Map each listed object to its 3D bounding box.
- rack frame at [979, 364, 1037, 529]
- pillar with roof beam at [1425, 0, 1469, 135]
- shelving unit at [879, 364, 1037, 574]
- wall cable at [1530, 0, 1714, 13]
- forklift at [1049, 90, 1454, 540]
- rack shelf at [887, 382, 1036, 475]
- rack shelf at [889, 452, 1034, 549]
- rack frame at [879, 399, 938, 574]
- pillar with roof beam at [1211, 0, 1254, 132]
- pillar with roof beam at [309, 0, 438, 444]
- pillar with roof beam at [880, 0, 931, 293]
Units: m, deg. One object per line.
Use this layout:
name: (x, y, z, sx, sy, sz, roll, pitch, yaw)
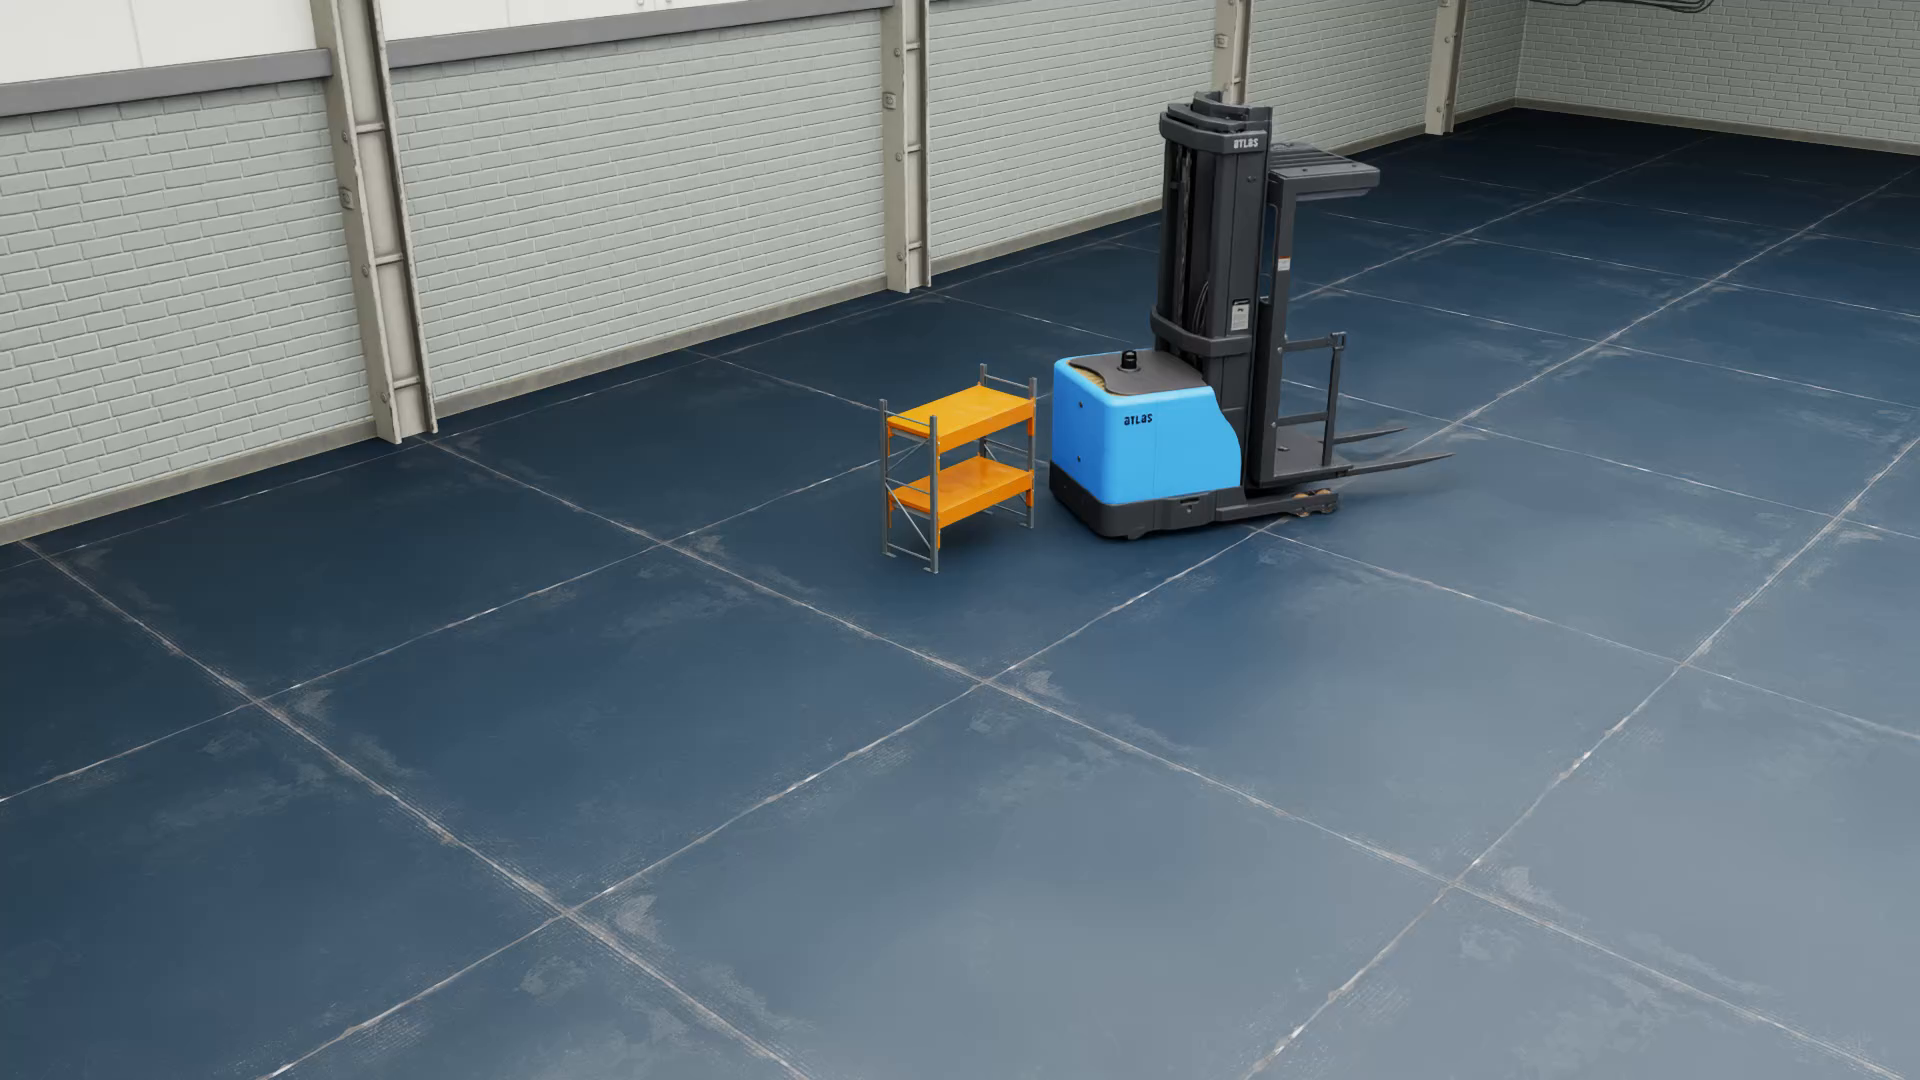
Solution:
rack frame: (0.335, -0.666, 11.861, 0.500, 1.125, 0.032, 20, 31, 38)
pillar with roof beam: (10.663, -9.293, 21.478, 9.100, 9.000, 0.400, 20, 31, 38)
shelving unit: (-0.005, -0.511, 11.515, 0.538, 1.125, 1.048, 20, 31, 38)
wall cable: (10.408, -9.589, 25.932, 3.097, 2.526, 0.112, 20, 31, 38)
forklift: (2.236, -1.700, 11.959, 3.031, 2.935, 1.130, -9, 26, -19)
rack shelf: (-0.005, -0.778, 11.396, 0.538, 0.278, 1.000, 20, 31, 38)
rack shelf: (-0.005, -0.288, 11.615, 0.538, 0.278, 1.000, 20, 31, 38)
rack frame: (-0.344, -0.356, 11.170, 0.500, 1.125, 0.032, 20, 31, 38)
pillar with roof beam: (6.658, -7.465, 17.401, 9.100, 9.000, 0.400, 20, 31, 38)
pillar with roof beam: (-1.351, -3.809, 9.247, 9.100, 9.000, 0.400, 20, 31, 38)
pillar with roof beam: (2.654, -5.637, 13.324, 9.100, 9.000, 0.400, 20, 31, 38)
